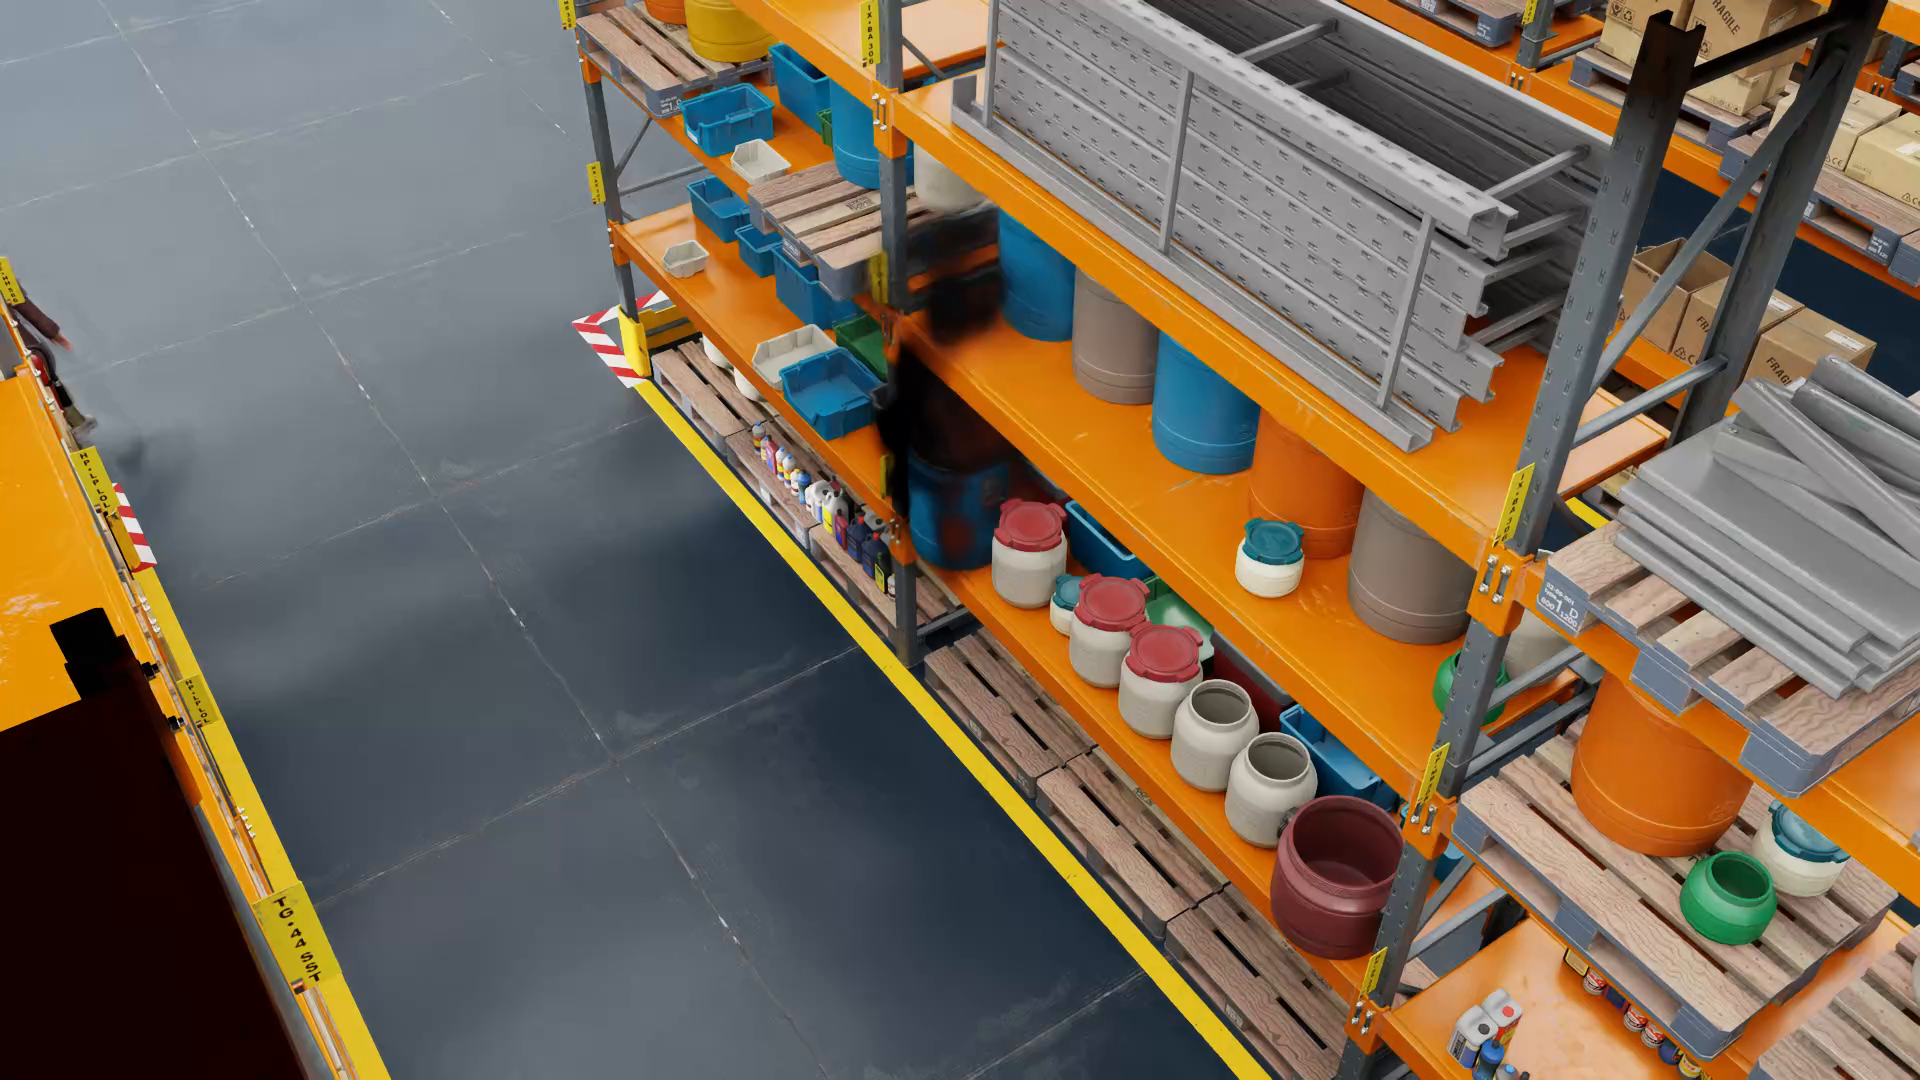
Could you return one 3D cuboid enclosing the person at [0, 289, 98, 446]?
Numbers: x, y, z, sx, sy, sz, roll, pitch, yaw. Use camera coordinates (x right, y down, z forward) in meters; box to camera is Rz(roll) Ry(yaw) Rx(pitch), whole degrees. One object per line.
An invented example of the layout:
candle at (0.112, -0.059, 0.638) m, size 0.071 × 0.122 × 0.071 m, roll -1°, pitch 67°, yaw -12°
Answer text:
person at (-6.763, -1.264, 11.872) m, size 0.587 × 1.760 × 0.715 m, roll 18°, pitch 46°, yaw 19°
